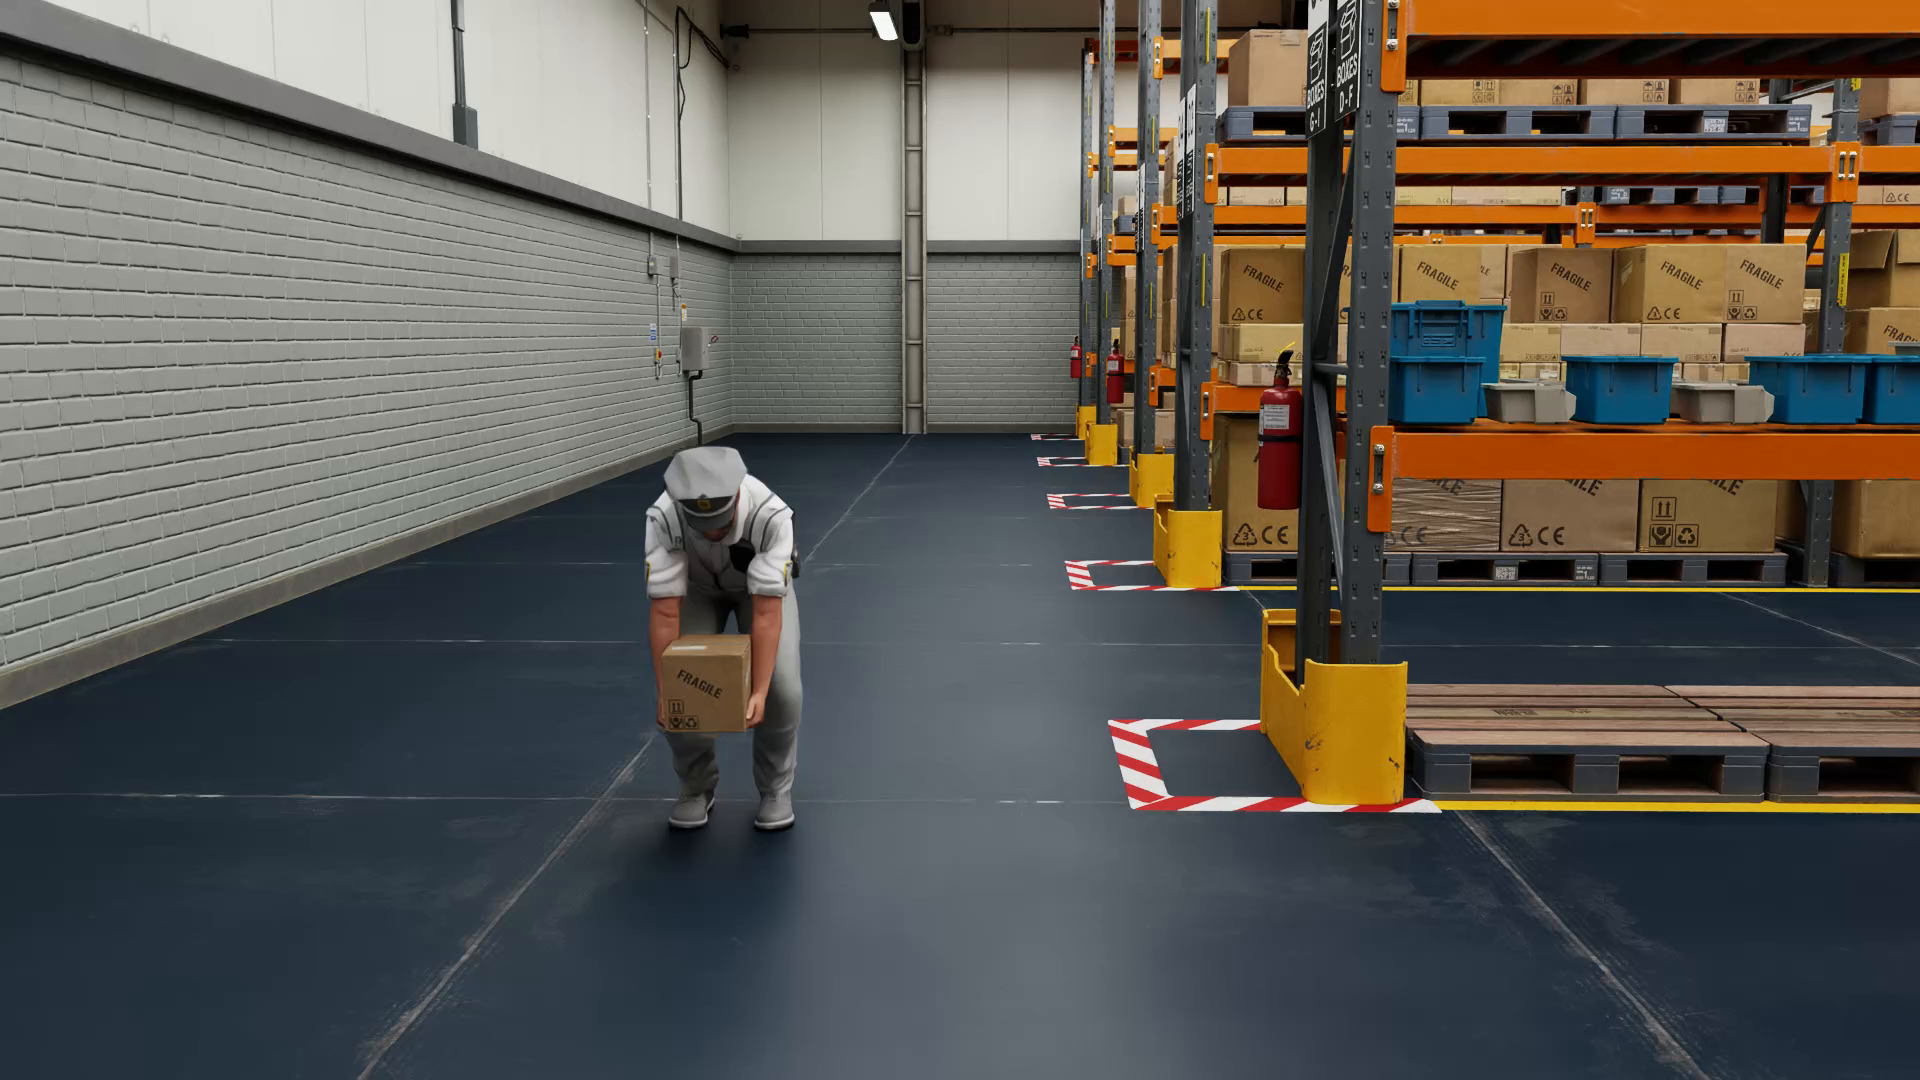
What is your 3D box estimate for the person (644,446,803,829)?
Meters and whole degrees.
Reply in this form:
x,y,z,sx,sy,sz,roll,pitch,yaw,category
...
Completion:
x,y,z,sx,sy,sz,roll,pitch,yaw,category
-0.773,0.330,5.398,0.498,1.312,0.998,0,7,-1,person
